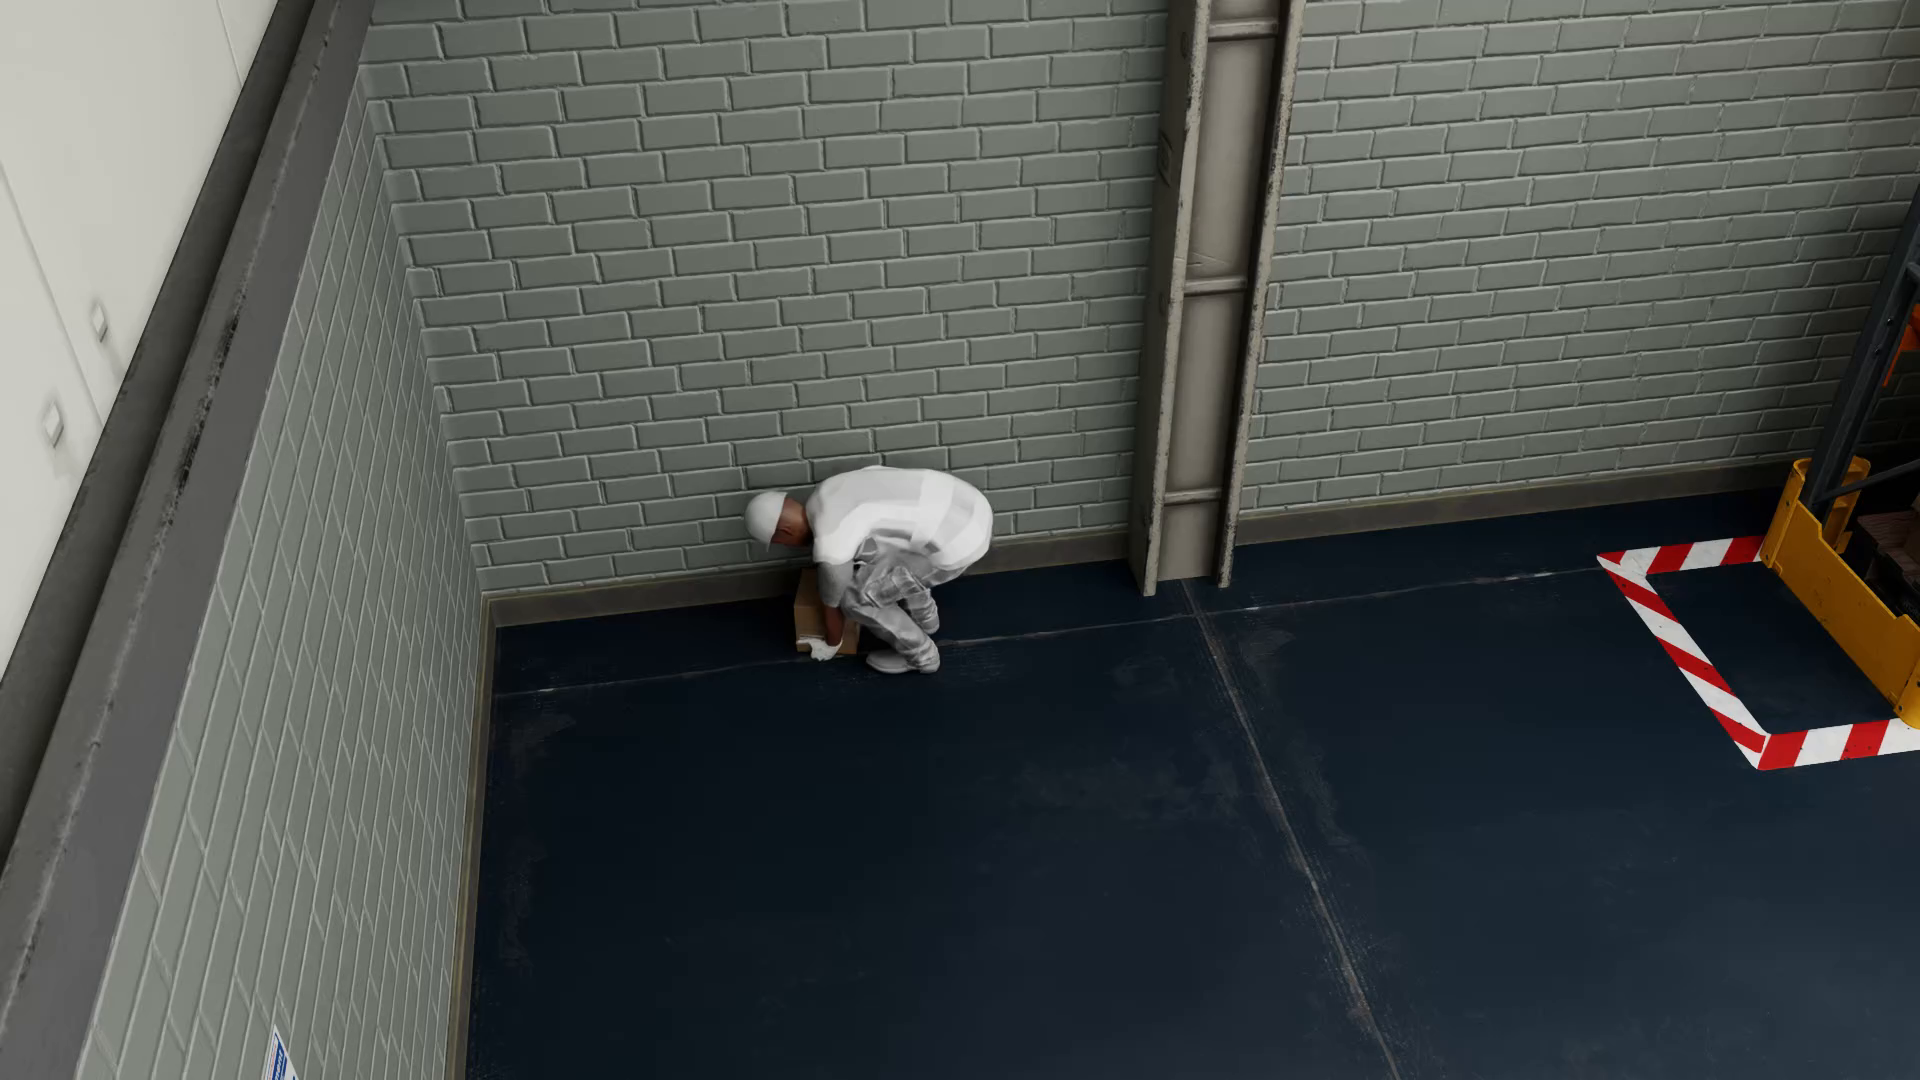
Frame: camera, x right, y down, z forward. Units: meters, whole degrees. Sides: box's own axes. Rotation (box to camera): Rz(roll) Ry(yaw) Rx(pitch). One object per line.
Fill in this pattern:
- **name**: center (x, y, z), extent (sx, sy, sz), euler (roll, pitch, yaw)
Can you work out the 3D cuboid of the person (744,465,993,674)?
- **person**: center (-0.368, 0.116, 6.770), extent (0.991, 0.862, 0.535), euler (4, 39, 6)
